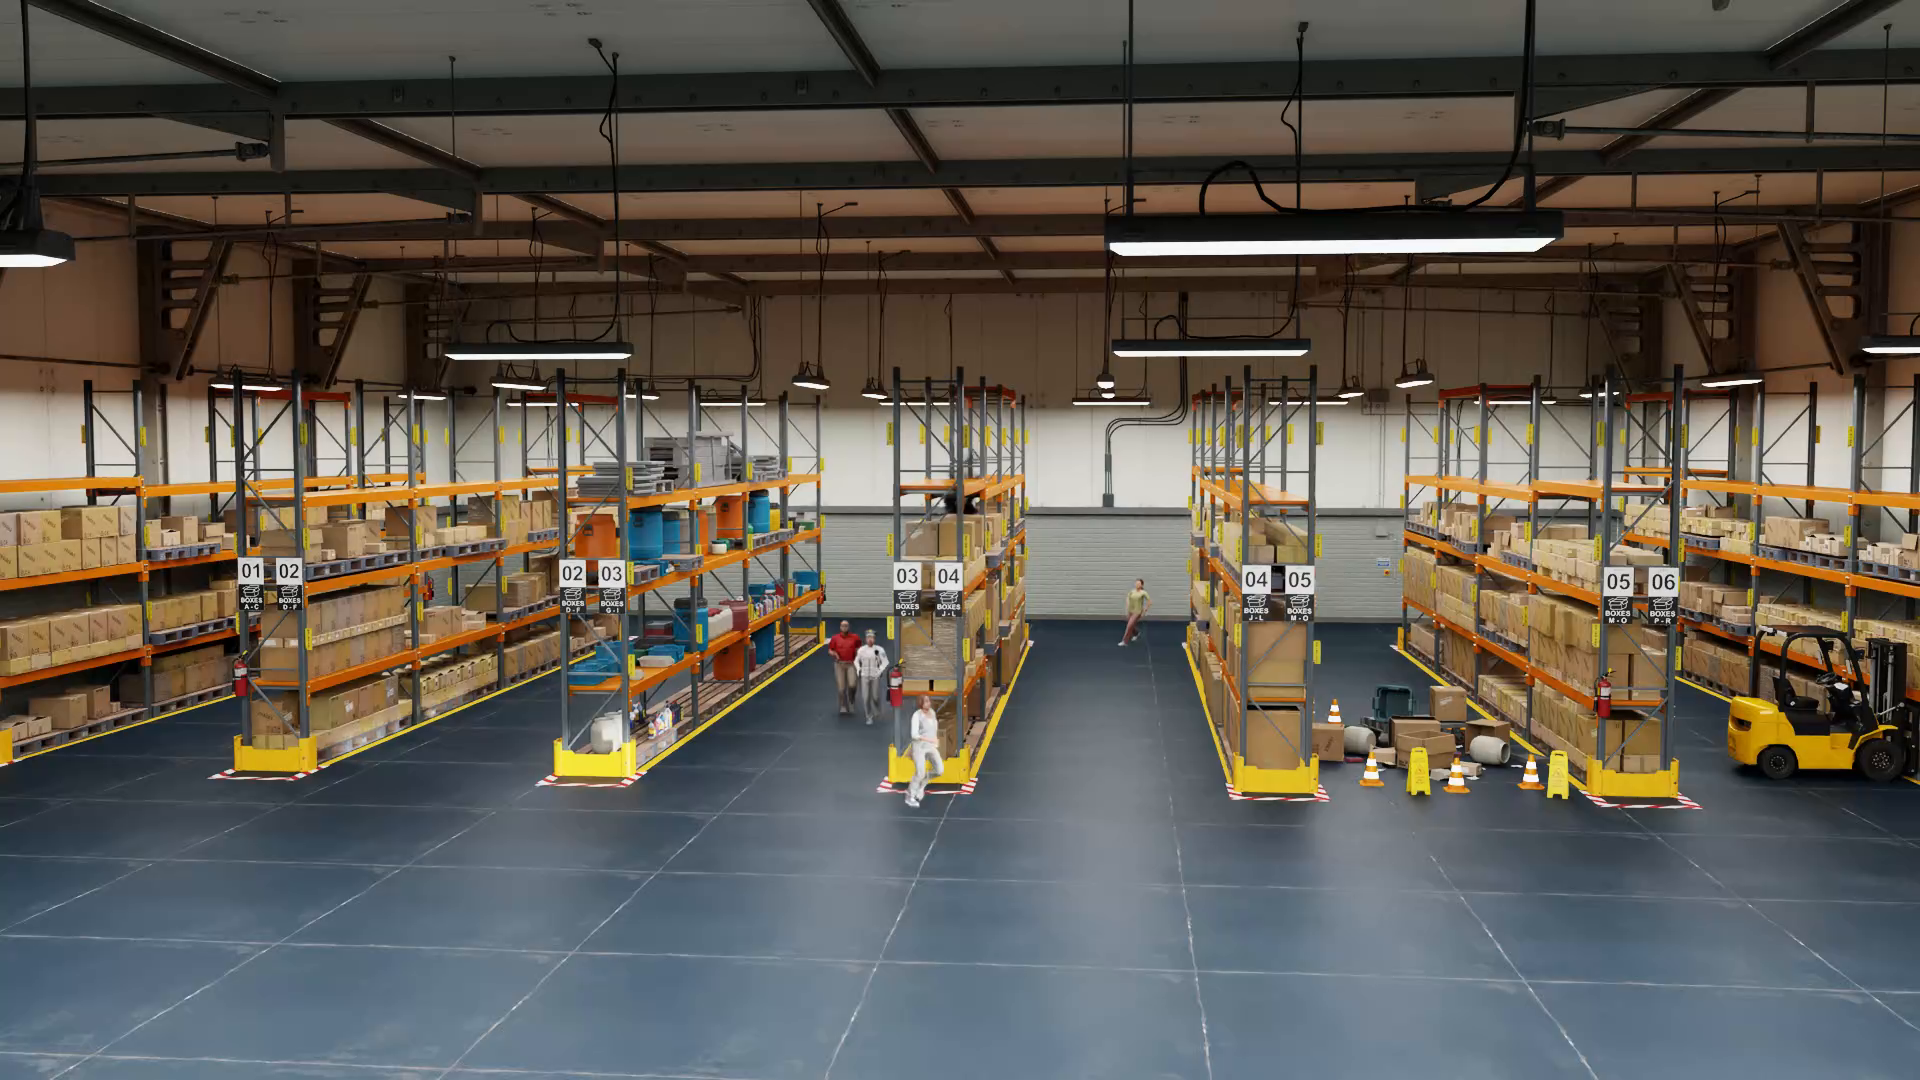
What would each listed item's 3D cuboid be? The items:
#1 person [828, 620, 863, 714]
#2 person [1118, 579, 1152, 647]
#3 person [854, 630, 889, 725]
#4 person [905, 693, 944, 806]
[{"bbox_3d":[-2.049,2.297,29.896,0.640,1.705,0.645,0,4,-4],"label":"person"},{"bbox_3d":[4.198,1.726,39.535,0.638,1.614,0.877,3,4,38],"label":"person"},{"bbox_3d":[-1.558,2.378,28.985,0.613,1.641,0.558,0,4,5],"label":"person"},{"bbox_3d":[-0.447,2.837,22.395,0.571,1.541,0.690,-3,5,-41],"label":"person"}]
